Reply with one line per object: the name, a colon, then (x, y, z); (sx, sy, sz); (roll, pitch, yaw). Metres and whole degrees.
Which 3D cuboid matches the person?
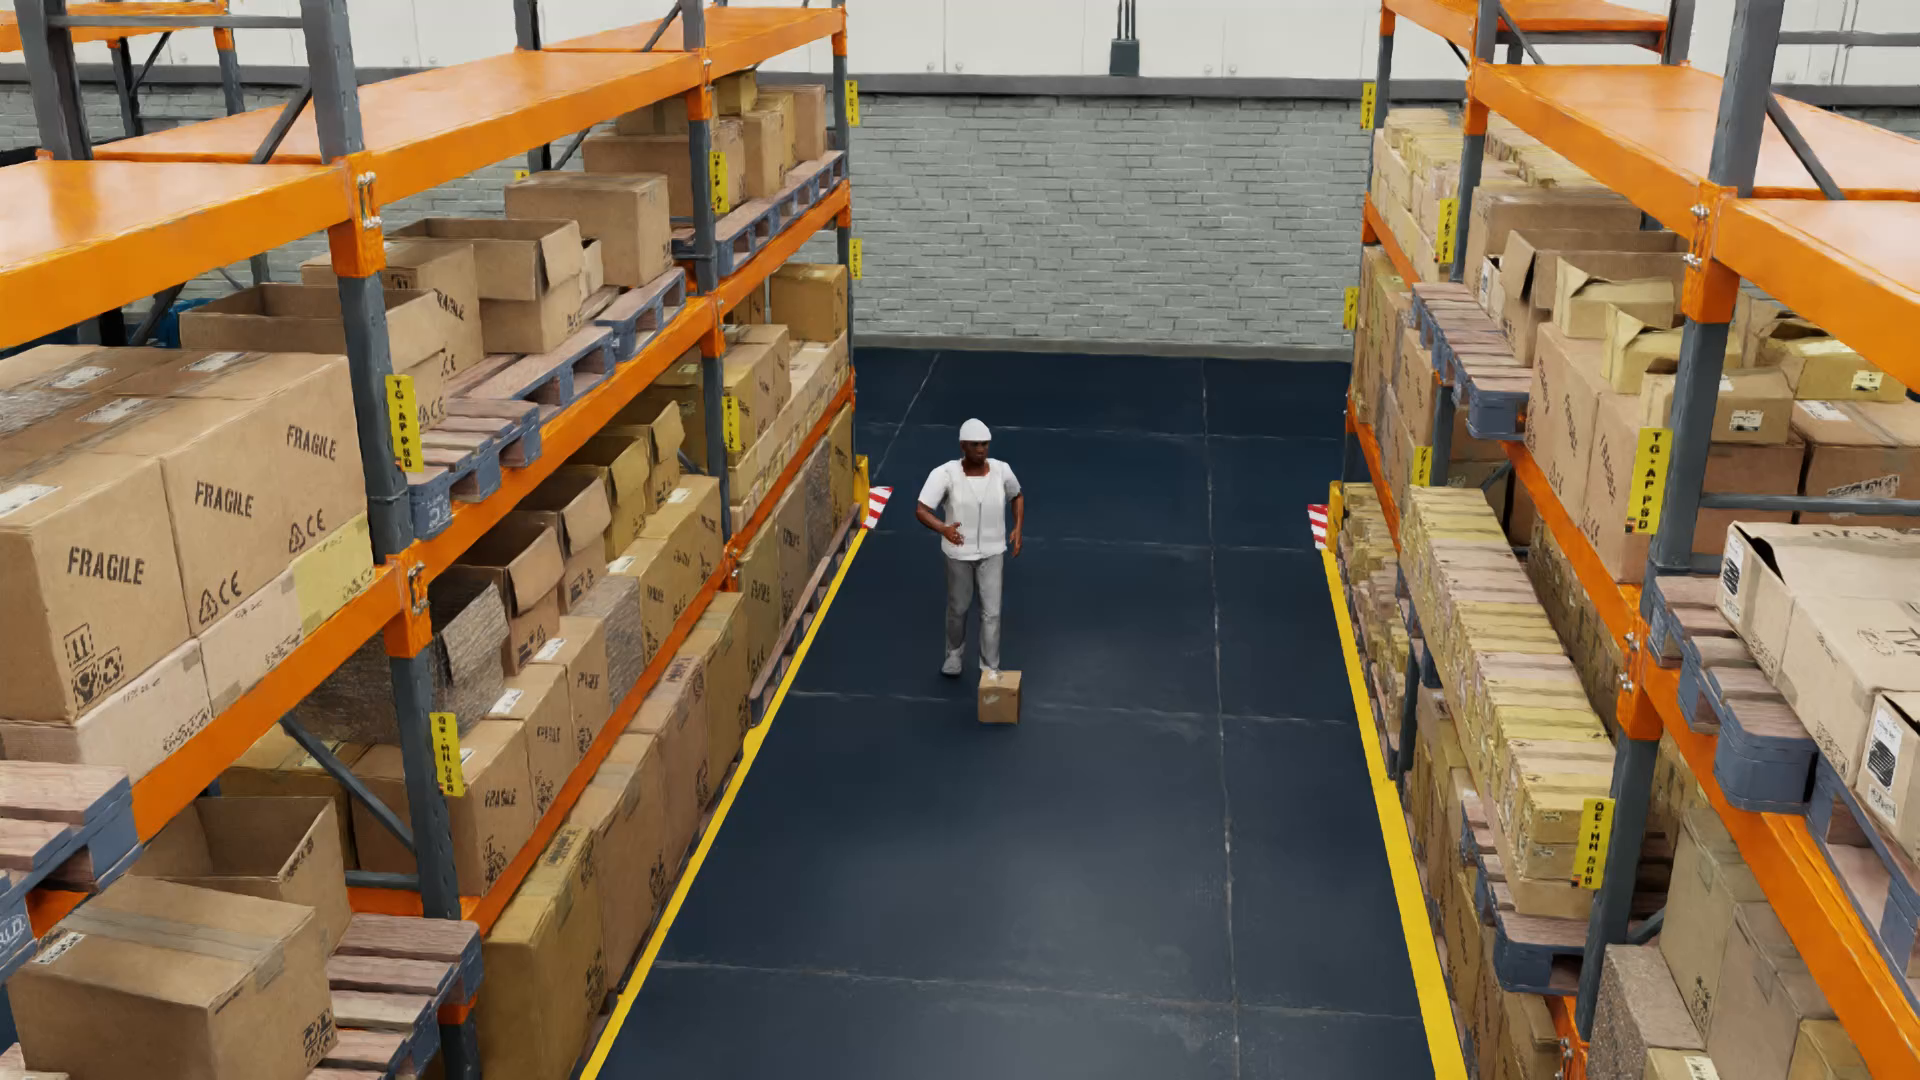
person: (0.114, 0.120, 10.728); (0.750, 1.766, 0.739); (-4, 21, -11)
